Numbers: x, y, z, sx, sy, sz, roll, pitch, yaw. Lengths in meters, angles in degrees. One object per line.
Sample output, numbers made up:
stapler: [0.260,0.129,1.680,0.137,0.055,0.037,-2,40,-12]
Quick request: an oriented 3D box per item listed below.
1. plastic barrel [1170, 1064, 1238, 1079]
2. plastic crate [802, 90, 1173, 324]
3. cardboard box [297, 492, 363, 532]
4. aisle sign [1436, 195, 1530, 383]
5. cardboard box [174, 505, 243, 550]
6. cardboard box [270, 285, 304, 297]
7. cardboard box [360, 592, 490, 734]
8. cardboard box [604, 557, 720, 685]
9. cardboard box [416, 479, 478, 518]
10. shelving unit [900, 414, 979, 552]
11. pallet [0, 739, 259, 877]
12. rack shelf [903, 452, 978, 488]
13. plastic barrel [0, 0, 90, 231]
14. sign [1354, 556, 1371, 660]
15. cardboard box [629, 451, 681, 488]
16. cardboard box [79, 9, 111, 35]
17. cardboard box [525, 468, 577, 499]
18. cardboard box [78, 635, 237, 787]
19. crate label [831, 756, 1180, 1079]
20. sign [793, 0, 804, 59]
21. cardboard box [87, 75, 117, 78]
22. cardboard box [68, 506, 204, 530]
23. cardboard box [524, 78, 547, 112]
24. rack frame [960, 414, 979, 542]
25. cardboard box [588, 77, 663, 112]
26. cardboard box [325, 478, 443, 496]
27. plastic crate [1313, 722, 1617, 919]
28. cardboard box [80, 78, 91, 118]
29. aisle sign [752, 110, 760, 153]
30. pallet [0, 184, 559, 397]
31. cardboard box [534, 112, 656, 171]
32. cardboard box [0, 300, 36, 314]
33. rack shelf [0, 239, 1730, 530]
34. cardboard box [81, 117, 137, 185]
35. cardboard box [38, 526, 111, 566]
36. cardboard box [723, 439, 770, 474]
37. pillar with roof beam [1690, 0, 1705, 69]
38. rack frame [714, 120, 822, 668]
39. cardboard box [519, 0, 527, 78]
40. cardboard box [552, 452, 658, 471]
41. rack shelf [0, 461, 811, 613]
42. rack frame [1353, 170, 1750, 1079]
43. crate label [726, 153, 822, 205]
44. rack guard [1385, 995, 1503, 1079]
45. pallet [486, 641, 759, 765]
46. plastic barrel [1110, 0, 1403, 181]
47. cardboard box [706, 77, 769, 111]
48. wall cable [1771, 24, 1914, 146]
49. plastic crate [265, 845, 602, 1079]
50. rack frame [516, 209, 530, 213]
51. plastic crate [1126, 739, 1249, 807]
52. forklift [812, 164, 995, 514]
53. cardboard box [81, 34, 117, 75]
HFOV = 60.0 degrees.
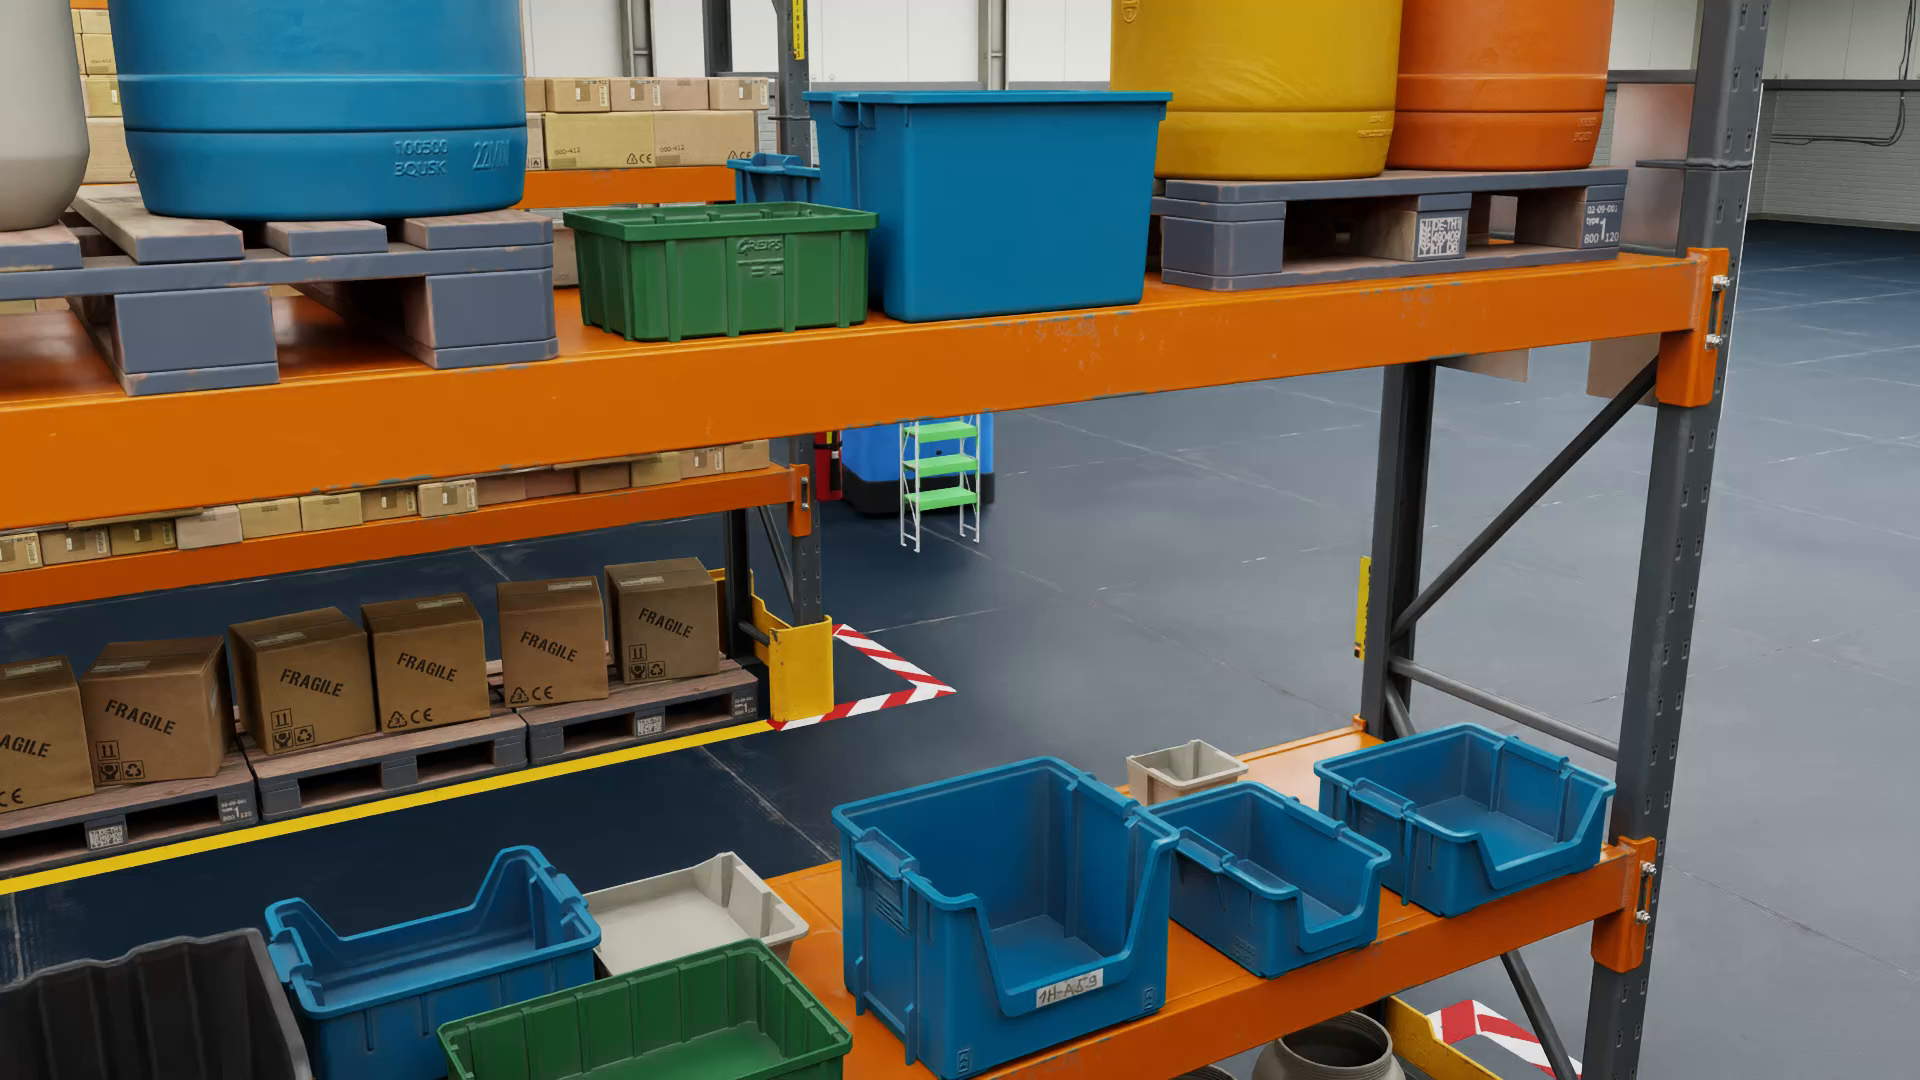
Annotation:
plastic barrel: [0.574,1.652,4.292,0.421,0.512,0.421,0,16,0]
plastic crate: [0.049,-0.625,3.054,0.575,0.384,0.392,-9,18,-30]
cardboard box: [-2.833,-0.164,7.402,0.250,0.149,0.380,-9,18,-30]
aisle sign: [1.440,-0.852,4.577,0.004,0.787,0.394,-9,18,-30]
cardboard box: [-3.246,-0.087,7.129,0.250,0.149,0.380,-9,18,-30]
cardboard box: [-3.077,-0.929,7.076,0.500,0.500,0.500,-9,18,-30]
cardboard box: [-2.607,0.589,8.104,0.500,0.500,0.500,-7,17,-25]
cardboard box: [-1.566,0.415,8.723,0.500,0.500,0.500,-6,17,-19]
cardboard box: [-2.392,-0.228,7.630,0.250,0.149,0.380,-9,18,-30]
shelving unit: [-0.142,-0.555,11.666,0.503,1.200,0.258,-9,18,-30]
pallet: [-3.893,1.128,7.493,1.213,0.211,1.003,-9,18,-30]
rack shelf: [-0.142,-0.493,11.683,0.480,0.148,0.258,-9,18,-30]
plastic barrel: [-1.430,-0.682,2.242,0.421,0.512,0.421,0,16,0]
sign: [1.249,0.216,5.069,0.005,0.325,0.100,-9,18,-30]
cardboard box: [-1.562,-0.379,8.171,0.250,0.149,0.380,-9,18,-30]
cardboard box: [-5.559,-3.346,10.757,0.250,0.149,0.380,-9,18,-29]
cardboard box: [-2.020,-0.323,7.970,0.250,0.149,0.380,-9,18,-30]
cardboard box: [-3.600,0.761,7.491,0.500,0.500,0.500,-3,16,-12]
crate label: [0.090,0.779,3.510,0.616,0.435,0.502,-9,18,-30]
sign: [-0.753,-2.408,7.746,0.005,0.325,0.100,-9,18,-30]
cardboard box: [-5.560,-2.962,10.864,0.250,0.149,0.380,-10,18,-31]
cardboard box: [-3.586,-0.414,7.092,0.500,0.500,0.875,-9,18,-30]
cardboard box: [-2.040,-2.004,7.482,0.250,0.149,0.380,-9,18,-29]
rack frame: [0.067,-0.589,11.787,0.015,1.200,0.240,-9,18,-30]
cardboard box: [-1.561,-2.050,7.646,0.250,0.149,0.380,-10,19,-32]
cardboard box: [-2.760,-0.567,7.637,0.500,0.500,0.875,-9,18,-30]
plastic crate: [1.254,0.688,4.175,0.616,0.251,0.499,-9,18,-30]
cardboard box: [-3.576,-1.736,6.529,0.250,0.149,0.380,-9,18,-29]
aisle sign: [-1.123,-1.999,8.666,0.004,0.787,0.394,-9,18,-30]
pallet: [-1.332,-0.443,2.726,1.003,0.211,1.213,-9,18,-30]
cardboard box: [-1.731,-1.845,7.655,0.500,0.250,0.500,-9,18,-29]
cardboard box: [-3.934,-0.789,6.580,0.500,0.500,0.500,-9,18,-30]
rack shelf: [-0.186,-0.343,3.351,4.000,0.370,1.077,-9,18,-30]
cardboard box: [-3.482,-1.563,6.649,0.500,0.250,0.500,-9,18,-30]
cardboard box: [-3.691,-0.025,6.907,0.250,0.149,0.380,-9,18,-30]
cardboard box: [-1.160,-0.460,8.461,0.250,0.149,0.380,-9,18,-30]
pillar with roof beam: [18.186,-10.284,31.925,0.400,9.000,9.100,-9,18,-30]
rack frame: [-1.022,-0.669,8.738,0.127,3.000,1.000,-9,18,-30]
cardboard box: [-2.220,-2.271,7.235,0.500,0.500,0.500,-9,18,-30]
cardboard box: [-1.874,-0.693,8.088,0.500,0.500,0.875,-9,18,-30]
rack shelf: [-2.736,-0.044,7.844,4.000,0.370,1.077,-9,18,-30]
rack frame: [1.529,0.477,4.650,0.127,3.000,1.000,-9,18,-30]
crate label: [-0.246,-0.712,3.610,0.408,0.251,0.502,-9,18,-30]
rack guard: [1.488,1.702,4.911,0.348,0.500,1.175,-9,18,-30]
pallet: [-1.802,0.789,8.703,1.213,0.211,1.003,-9,18,-30]
plastic barrel: [0.617,-1.072,3.493,0.600,0.588,0.600,0,16,0]
cardboard box: [-1.099,-2.122,7.905,0.250,0.149,0.380,-9,18,-30]
wall cable: [19.176,-9.889,36.267,0.112,2.526,3.097,-9,18,-30]
plastic crate: [-1.091,0.888,3.460,0.616,0.251,0.499,-9,18,-30]
rack frame: [-3.490,-1.830,12.882,0.127,3.000,1.000,-9,18,-30]
plastic crate: [0.596,0.654,4.508,0.250,0.136,0.298,-9,18,-30]
forklift: [-0.676,-1.961,13.476,1.130,2.935,3.031,-5,16,-17]
cardboard box: [-5.491,-3.184,10.917,0.500,0.250,0.500,-9,18,-30]
